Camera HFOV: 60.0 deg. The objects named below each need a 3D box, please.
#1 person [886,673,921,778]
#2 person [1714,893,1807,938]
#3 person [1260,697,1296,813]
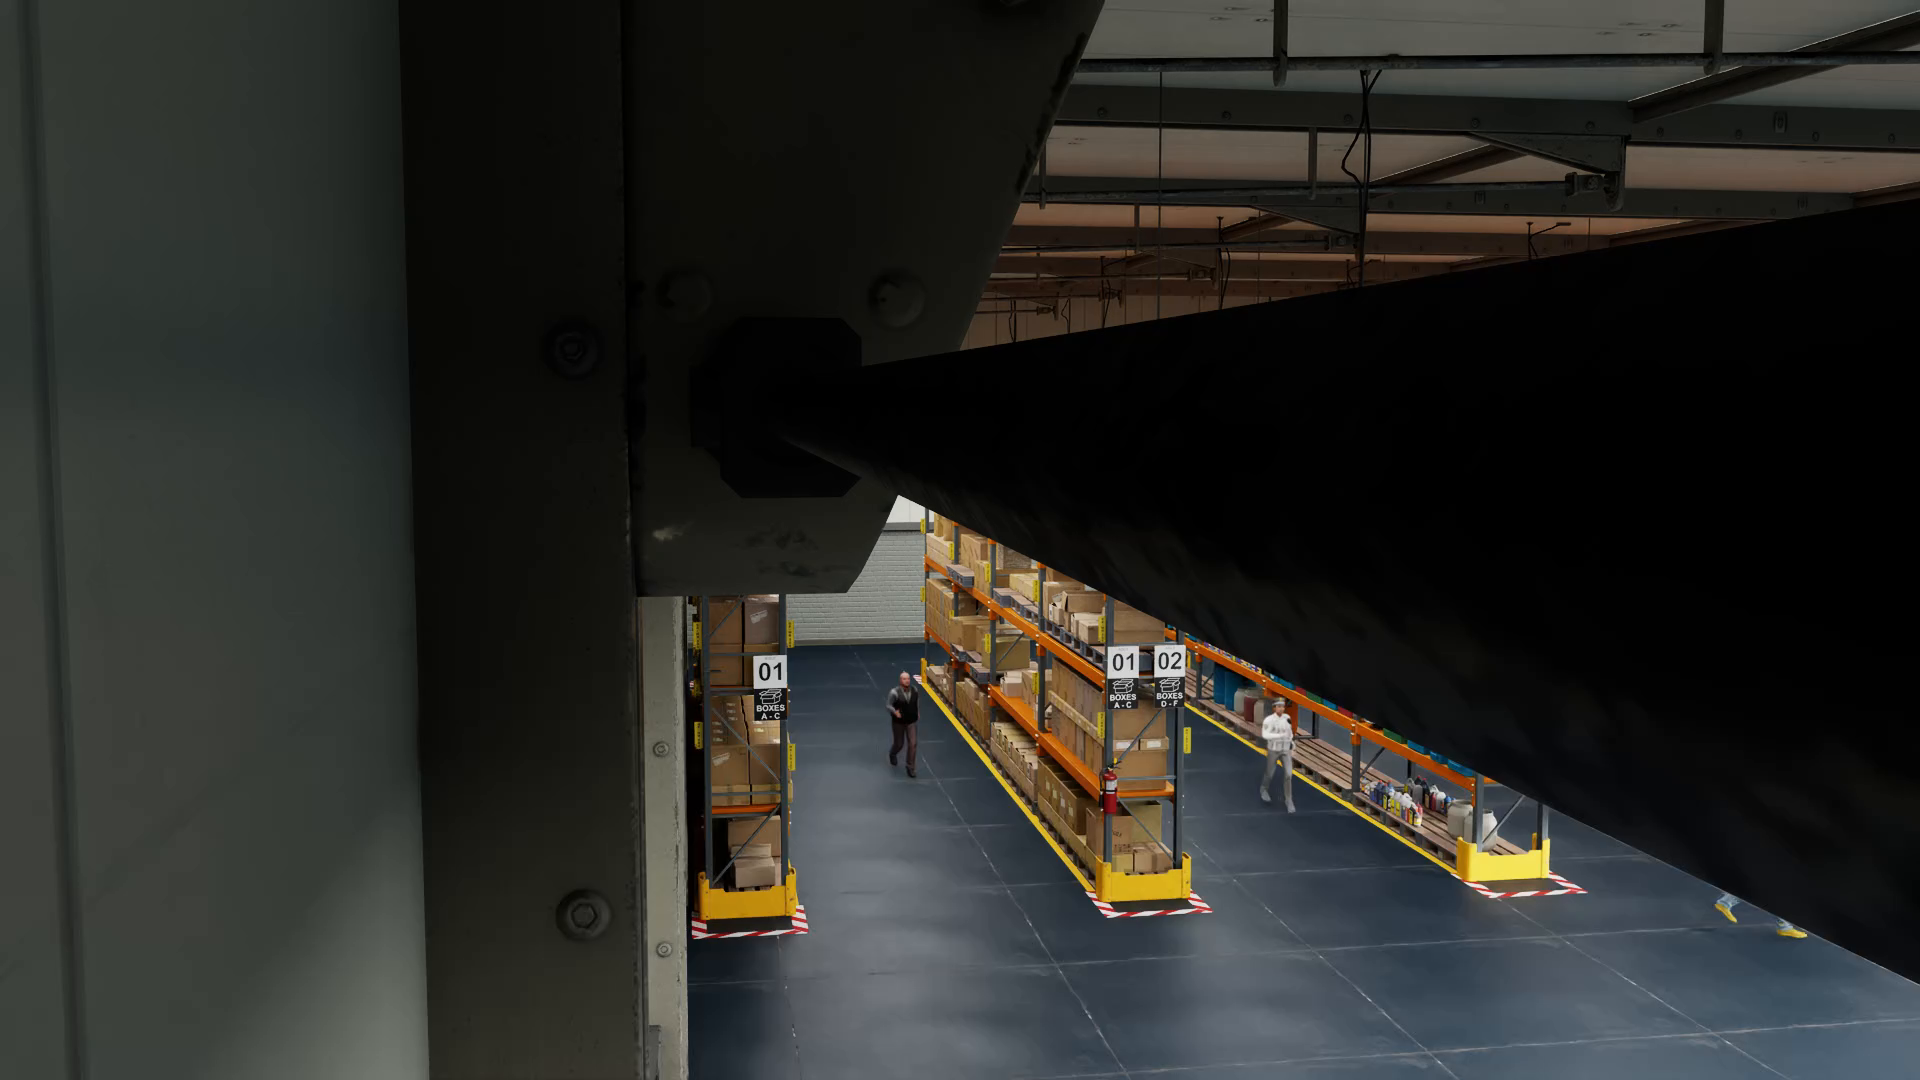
[{"bbox_3d":[-0.941,3.039,27.697,0.648,1.712,0.934,-2,5,-18],"label":"person"},{"bbox_3d":[9.372,3.718,19.413,0.990,1.746,0.705,2,5,21],"label":"person"},{"bbox_3d":[4.867,3.233,25.407,0.598,1.715,0.884,-1,5,-13],"label":"person"}]
